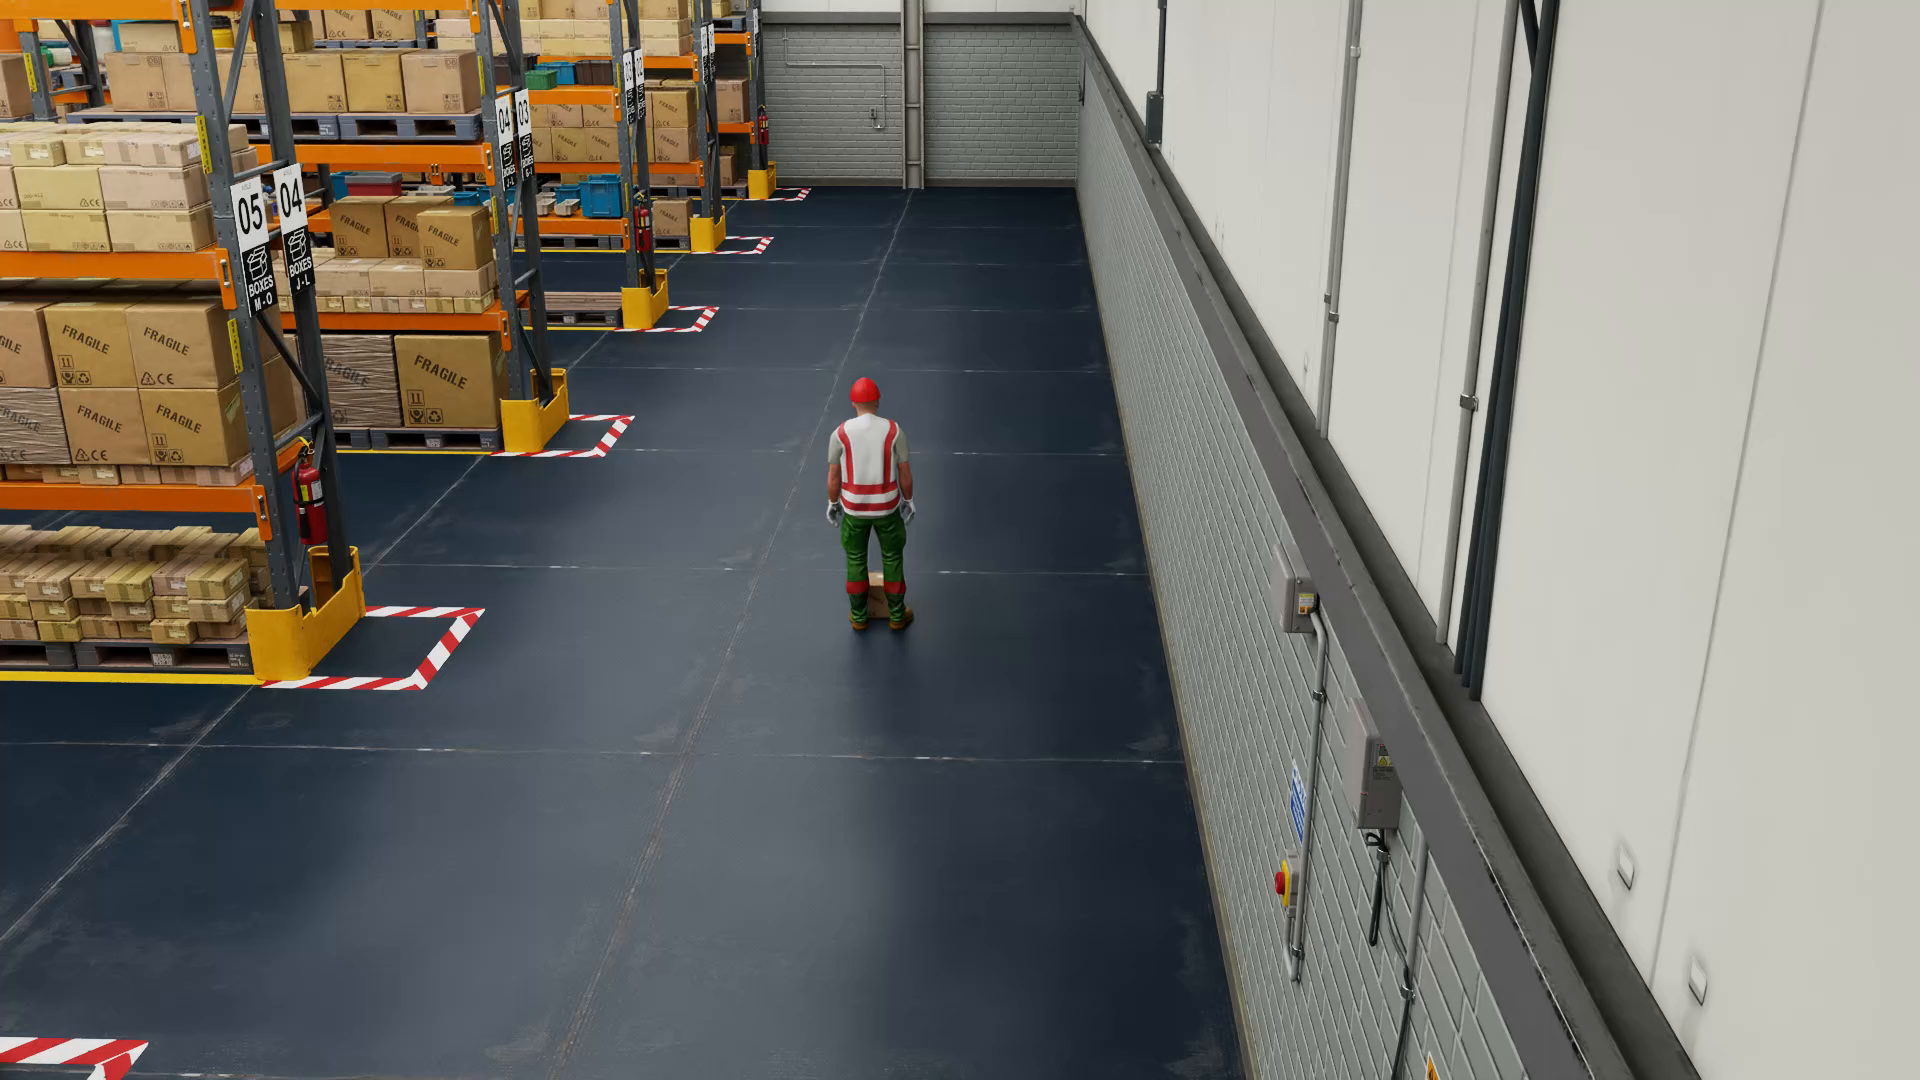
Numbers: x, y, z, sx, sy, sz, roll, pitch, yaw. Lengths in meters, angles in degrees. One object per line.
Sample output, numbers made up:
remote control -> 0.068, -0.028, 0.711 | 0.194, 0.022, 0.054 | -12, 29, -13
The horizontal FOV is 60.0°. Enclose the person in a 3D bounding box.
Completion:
person -> -0.614, -0.239, 11.475 | 0.613, 1.778, 0.452 | -1, 21, -2
